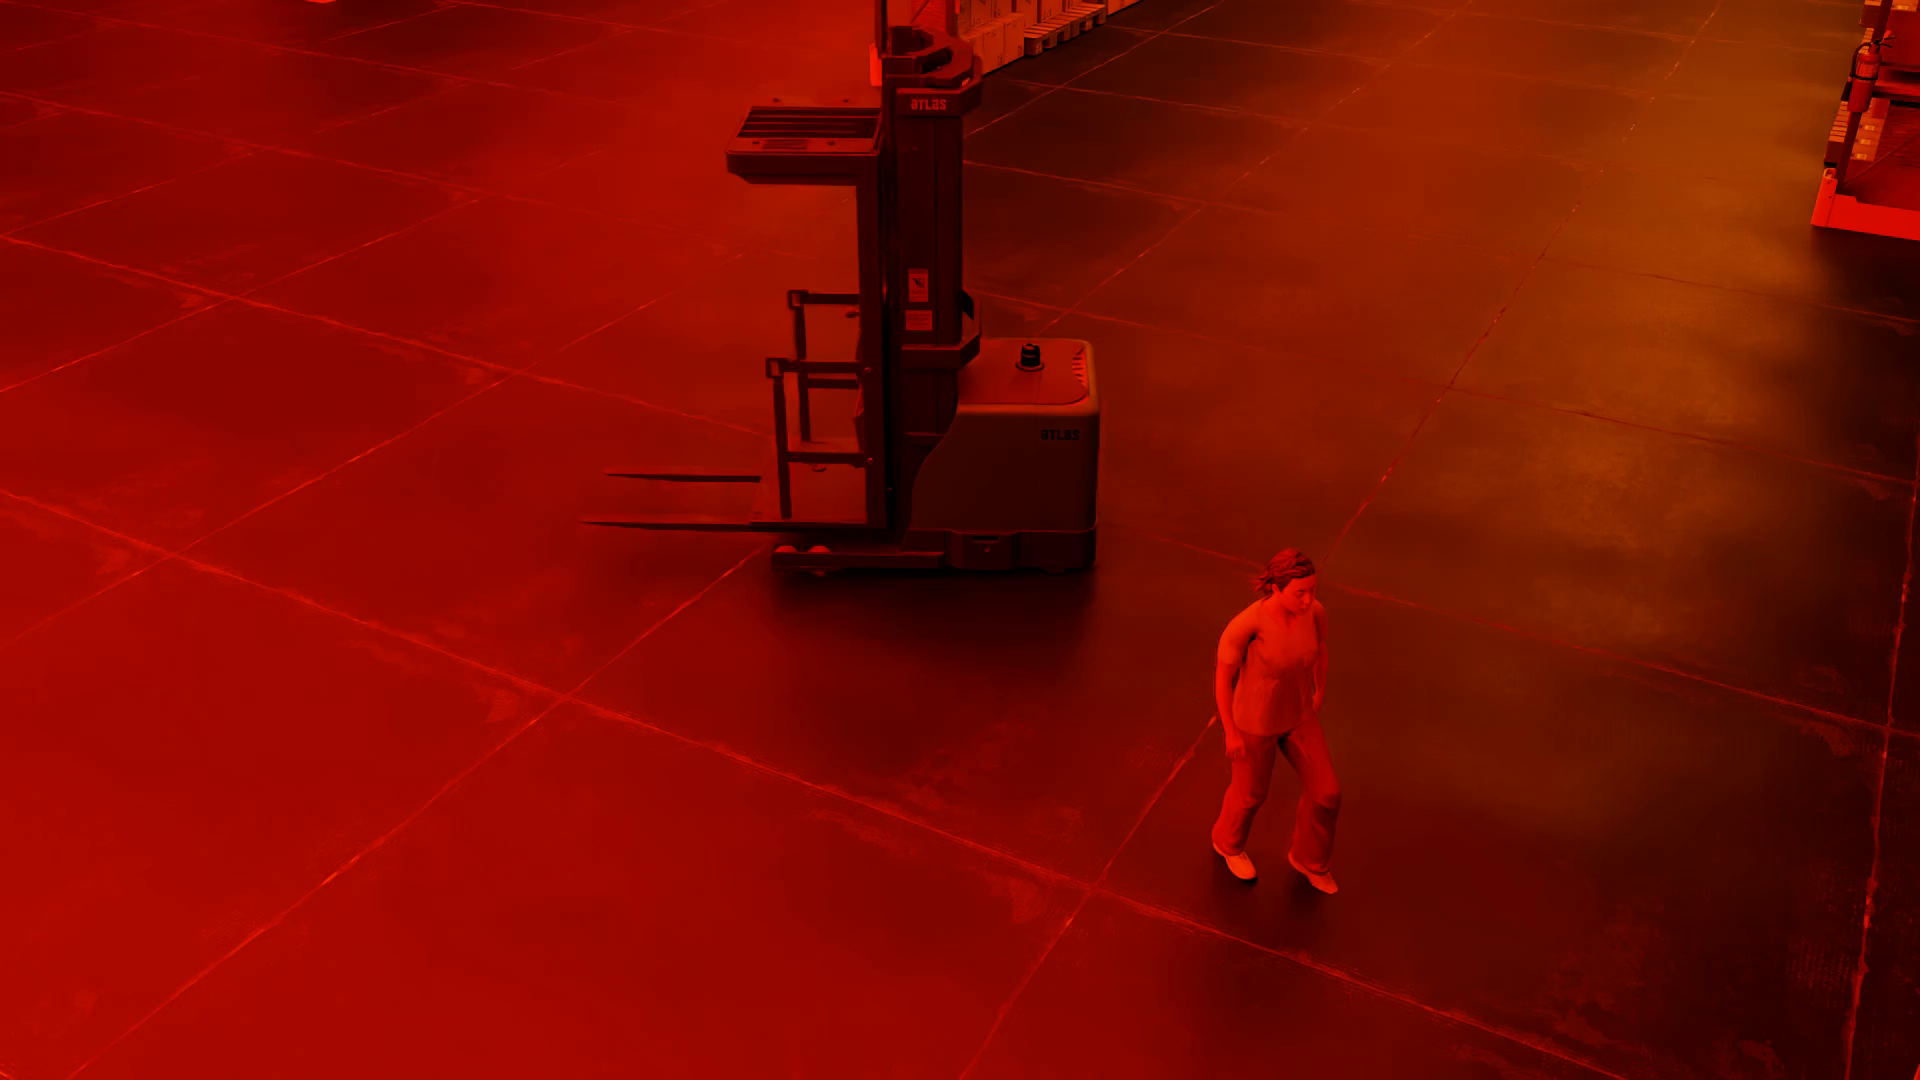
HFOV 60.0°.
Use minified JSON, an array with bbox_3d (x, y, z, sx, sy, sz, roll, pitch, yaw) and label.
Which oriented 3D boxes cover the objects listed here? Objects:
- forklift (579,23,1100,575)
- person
[{"bbox_3d":[-0.711,-1.331,9.376,3.031,2.935,1.130,1,30,2],"label":"forklift"},{"bbox_3d":[1.341,0.798,7.028,0.561,1.710,0.529,-12,32,-19],"label":"person"}]
